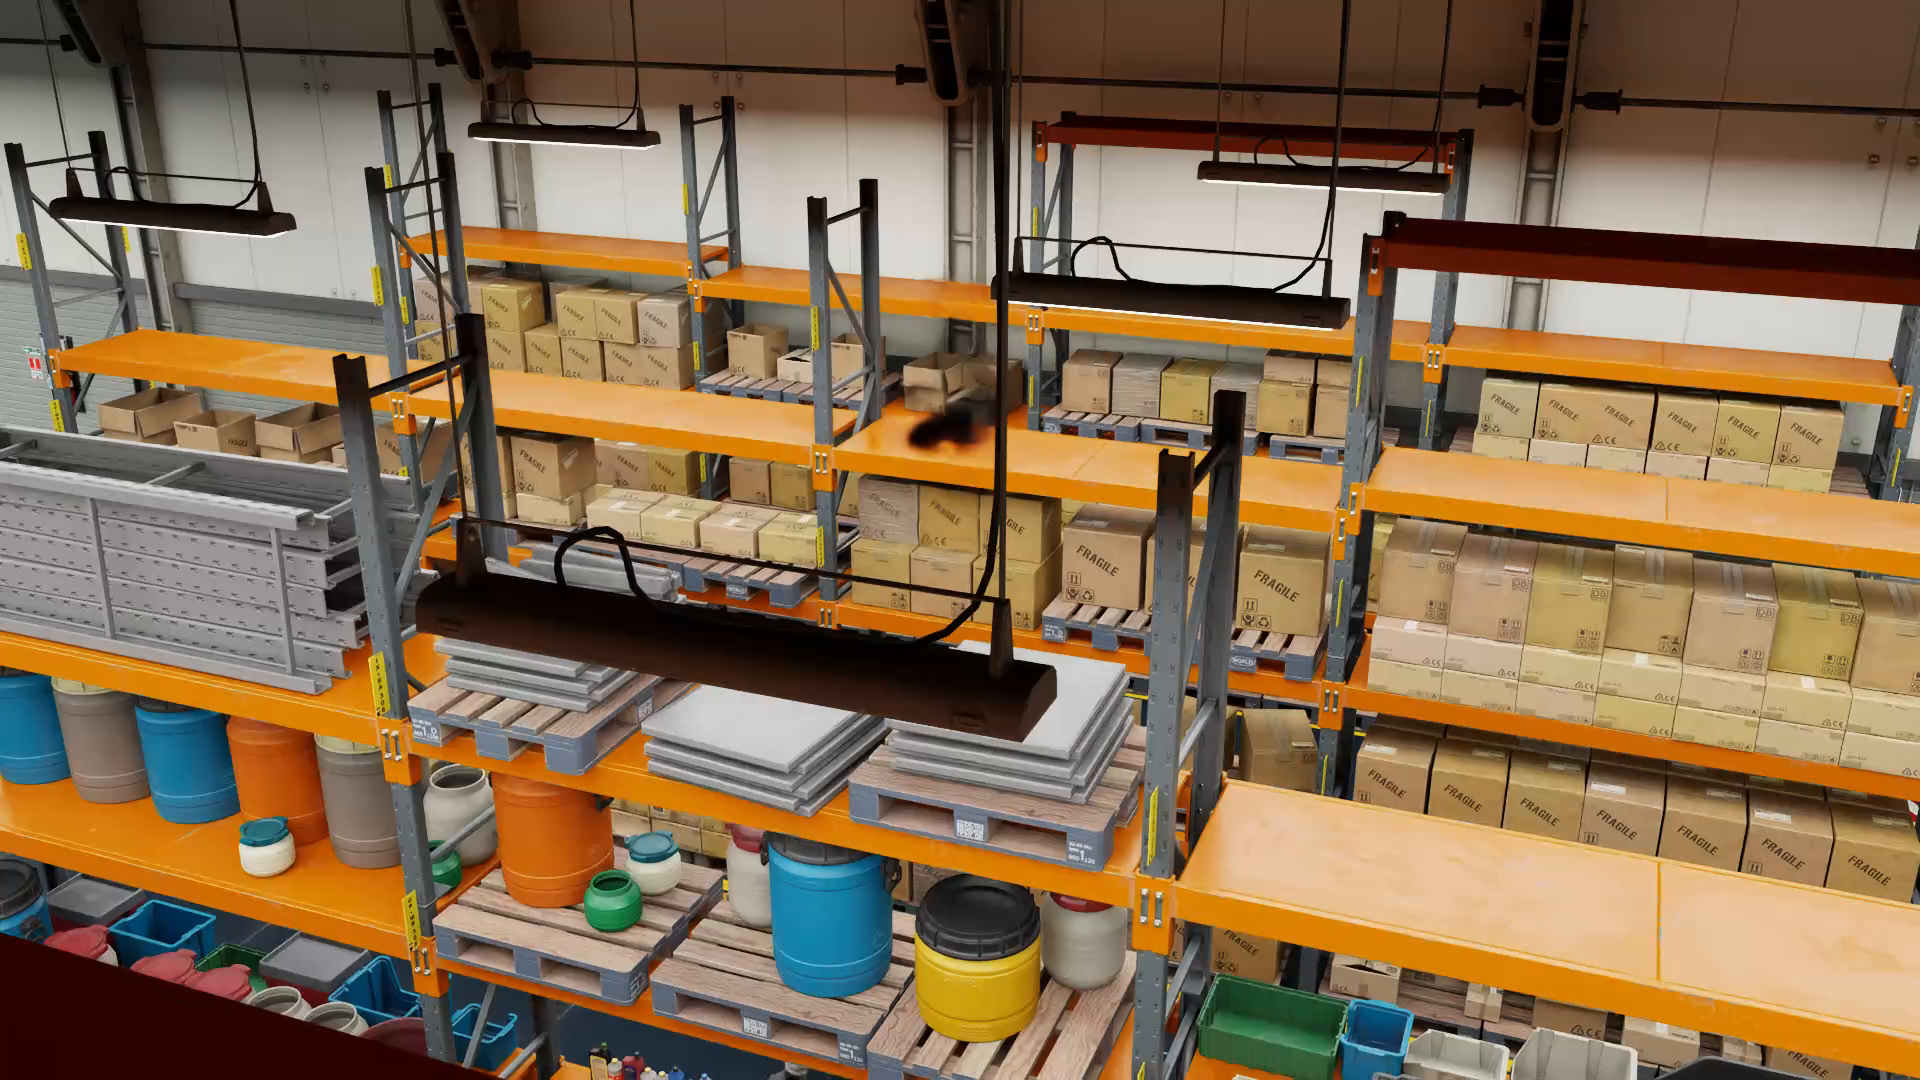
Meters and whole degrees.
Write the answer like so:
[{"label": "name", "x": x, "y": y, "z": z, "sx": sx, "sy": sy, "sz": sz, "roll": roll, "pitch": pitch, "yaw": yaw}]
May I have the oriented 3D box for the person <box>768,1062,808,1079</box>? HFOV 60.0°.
[{"label": "person", "x": -0.922, "y": 3.074, "z": 11.734, "sx": 0.920, "sy": 1.809, "sz": 0.648, "roll": 3, "pitch": 21, "yaw": 9}]
